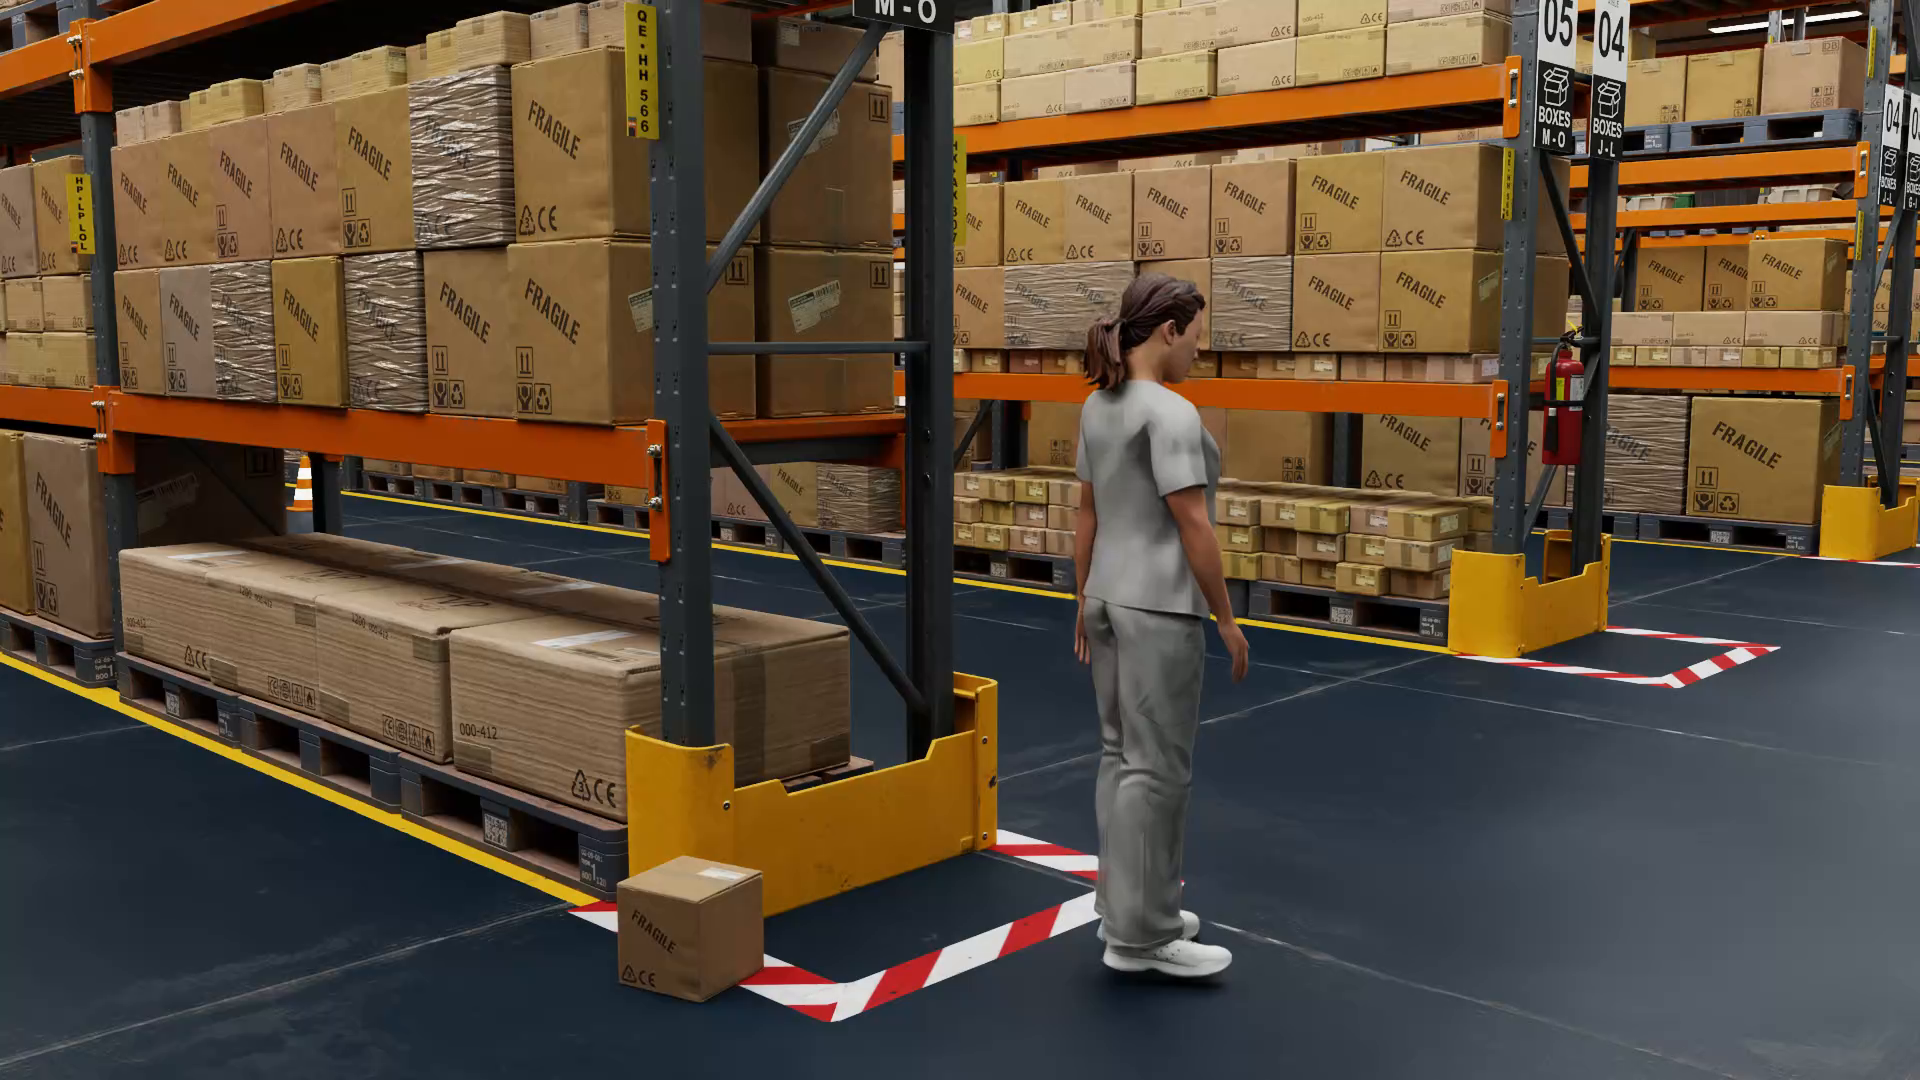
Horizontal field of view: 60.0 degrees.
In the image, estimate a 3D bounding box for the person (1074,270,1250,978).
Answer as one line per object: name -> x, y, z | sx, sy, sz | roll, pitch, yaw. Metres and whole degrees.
person -> 0.483, 0.204, 4.015 | 0.413, 1.691, 0.490 | -3, 8, -23
